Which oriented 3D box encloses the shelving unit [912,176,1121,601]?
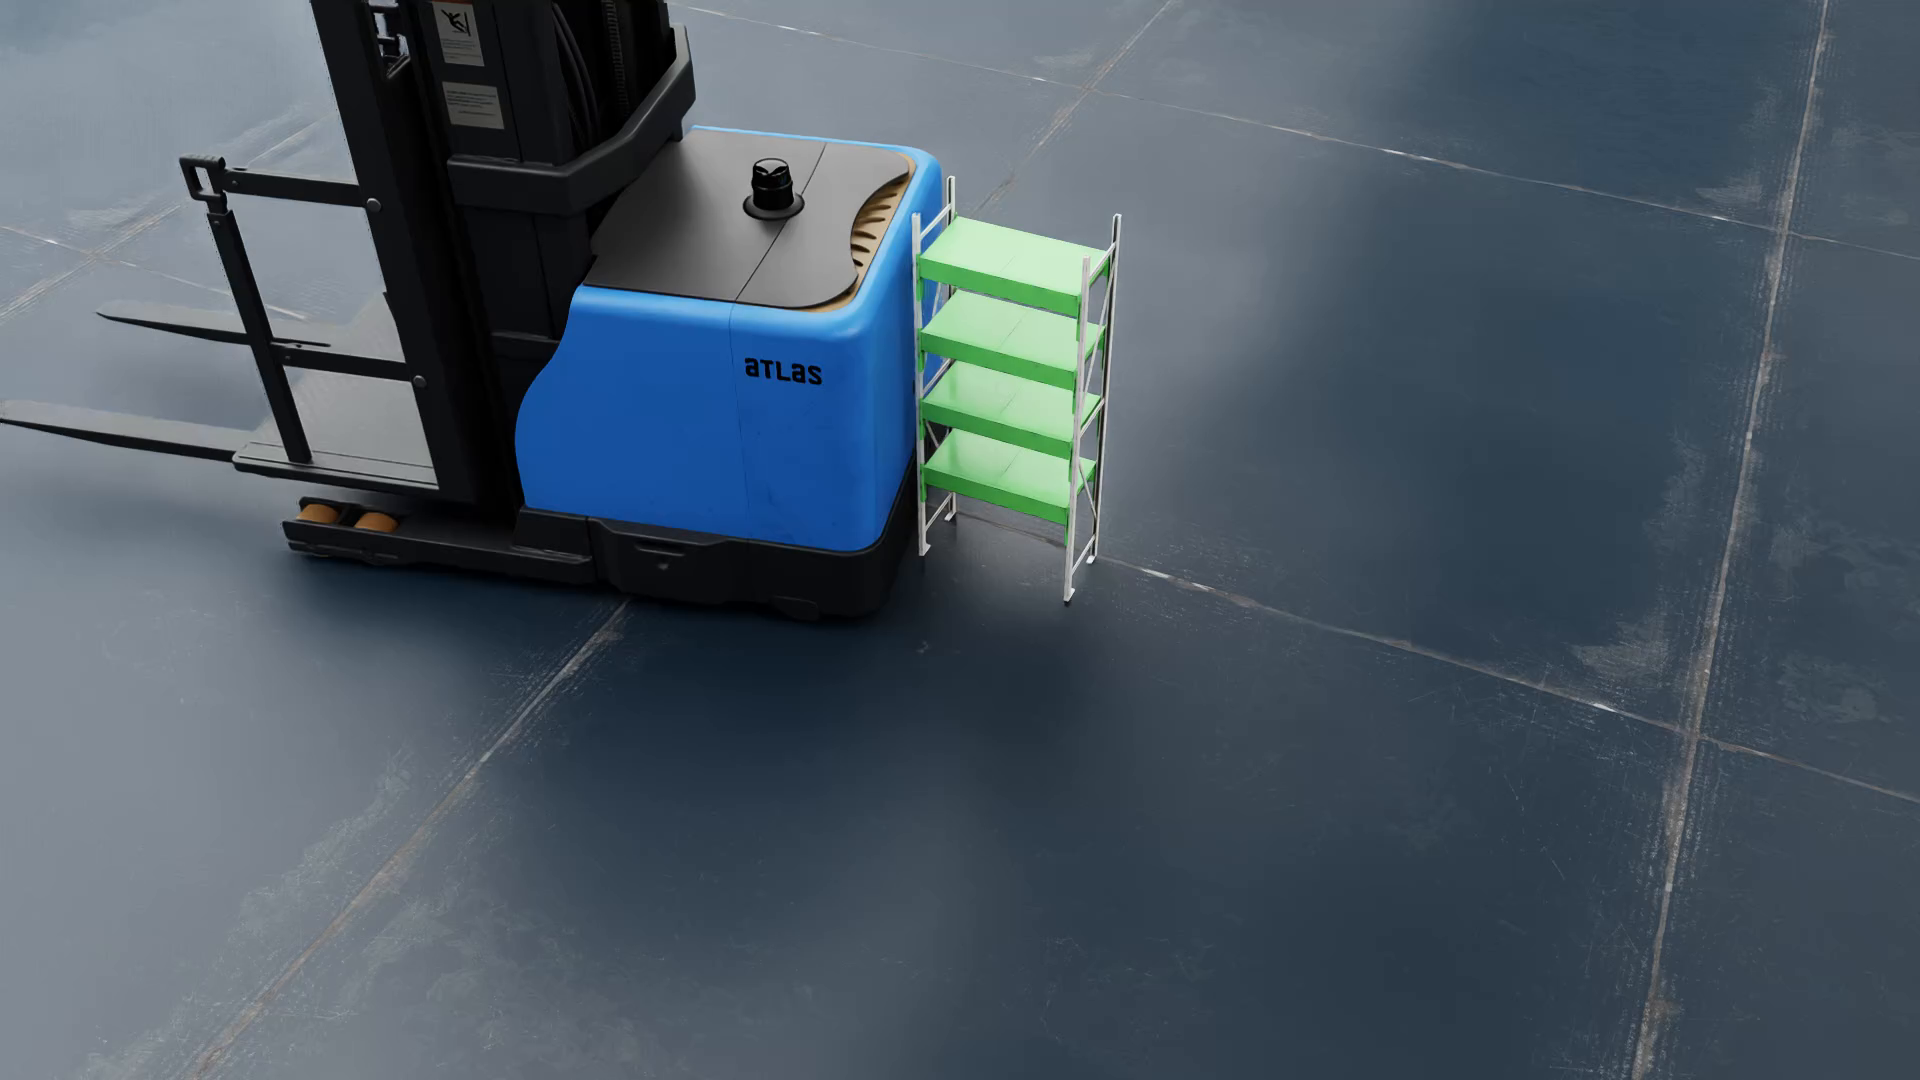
[{"bbox_3d":[0.150,-0.408,4.804,0.503,1.200,0.258,17,44,19],"label":"shelving unit"}]

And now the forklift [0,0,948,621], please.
[{"bbox_3d":[-1.611,-1.357,4.578,3.031,2.935,1.130,8,42,9],"label":"forklift"}]

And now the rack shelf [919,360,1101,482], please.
[{"bbox_3d":[0.150,-0.359,4.846,0.480,0.148,0.258,17,44,19],"label":"rack shelf"}]

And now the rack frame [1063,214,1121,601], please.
[{"bbox_3d":[0.371,-0.340,4.726,0.015,1.200,0.240,17,44,19],"label":"rack frame"}]

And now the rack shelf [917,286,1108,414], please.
[{"bbox_3d":[0.150,-0.541,4.689,0.480,0.148,0.258,17,44,19],"label":"rack shelf"}]

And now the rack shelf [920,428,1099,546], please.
[{"bbox_3d":[0.150,-0.178,5.003,0.480,0.148,0.258,17,44,19],"label":"rack shelf"}]

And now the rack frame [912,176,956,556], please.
[{"bbox_3d":[-0.071,-0.475,4.882,0.015,1.200,0.240,17,44,19],"label":"rack frame"}]

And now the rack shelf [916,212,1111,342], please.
[{"bbox_3d":[0.150,-0.722,4.532,0.480,0.148,0.258,17,44,19],"label":"rack shelf"}]
